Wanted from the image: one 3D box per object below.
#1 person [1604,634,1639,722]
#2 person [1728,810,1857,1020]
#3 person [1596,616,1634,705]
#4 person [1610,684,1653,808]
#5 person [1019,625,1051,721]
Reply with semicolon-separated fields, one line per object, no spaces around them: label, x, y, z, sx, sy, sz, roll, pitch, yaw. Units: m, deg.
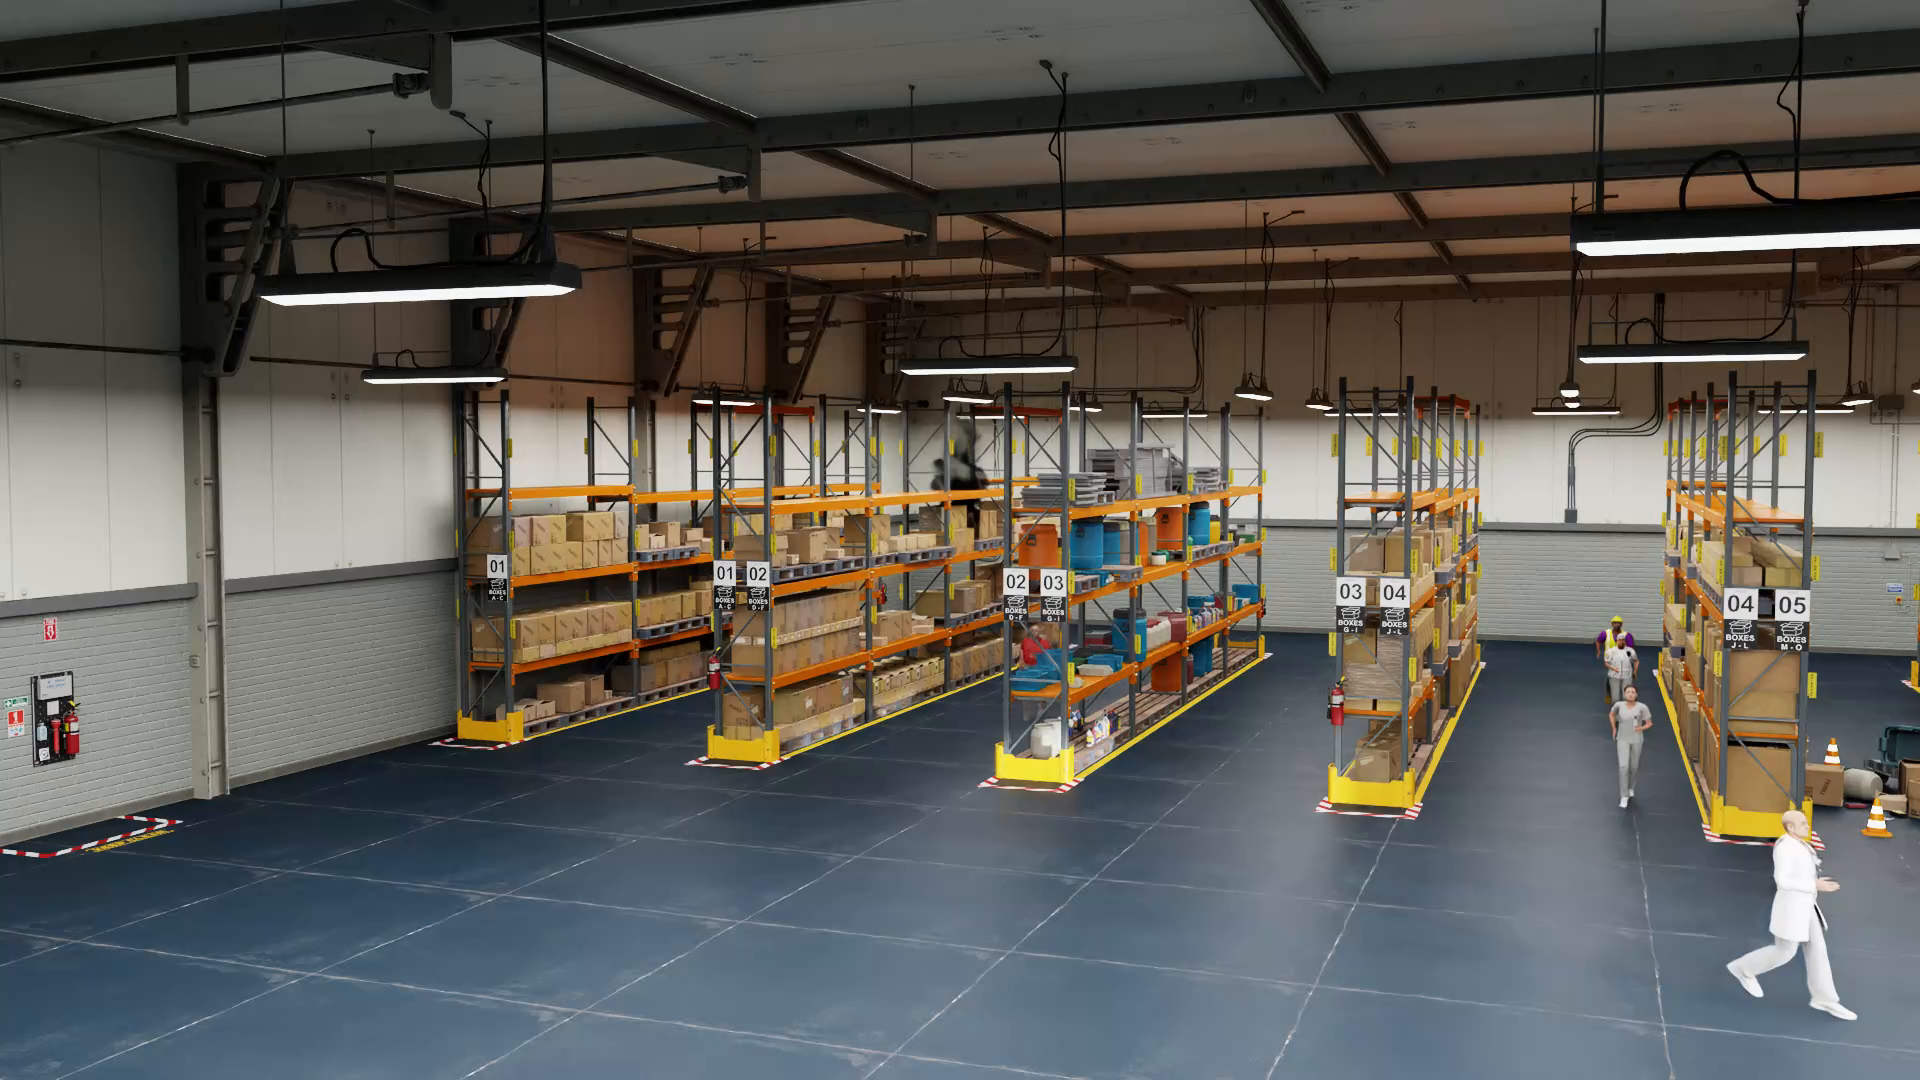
person;12.061;2.522;30.312;0.599;1.628;0.537;1;3;20
person;7.384;3.279;14.740;1.049;1.781;0.710;3;4;44
person;12.719;2.344;32.266;0.684;1.740;0.667;1;3;16
person;9.462;2.871;23.459;0.559;1.703;0.839;1;3;20
person;1.372;2.461;30.718;0.633;1.801;0.760;1;3;15
